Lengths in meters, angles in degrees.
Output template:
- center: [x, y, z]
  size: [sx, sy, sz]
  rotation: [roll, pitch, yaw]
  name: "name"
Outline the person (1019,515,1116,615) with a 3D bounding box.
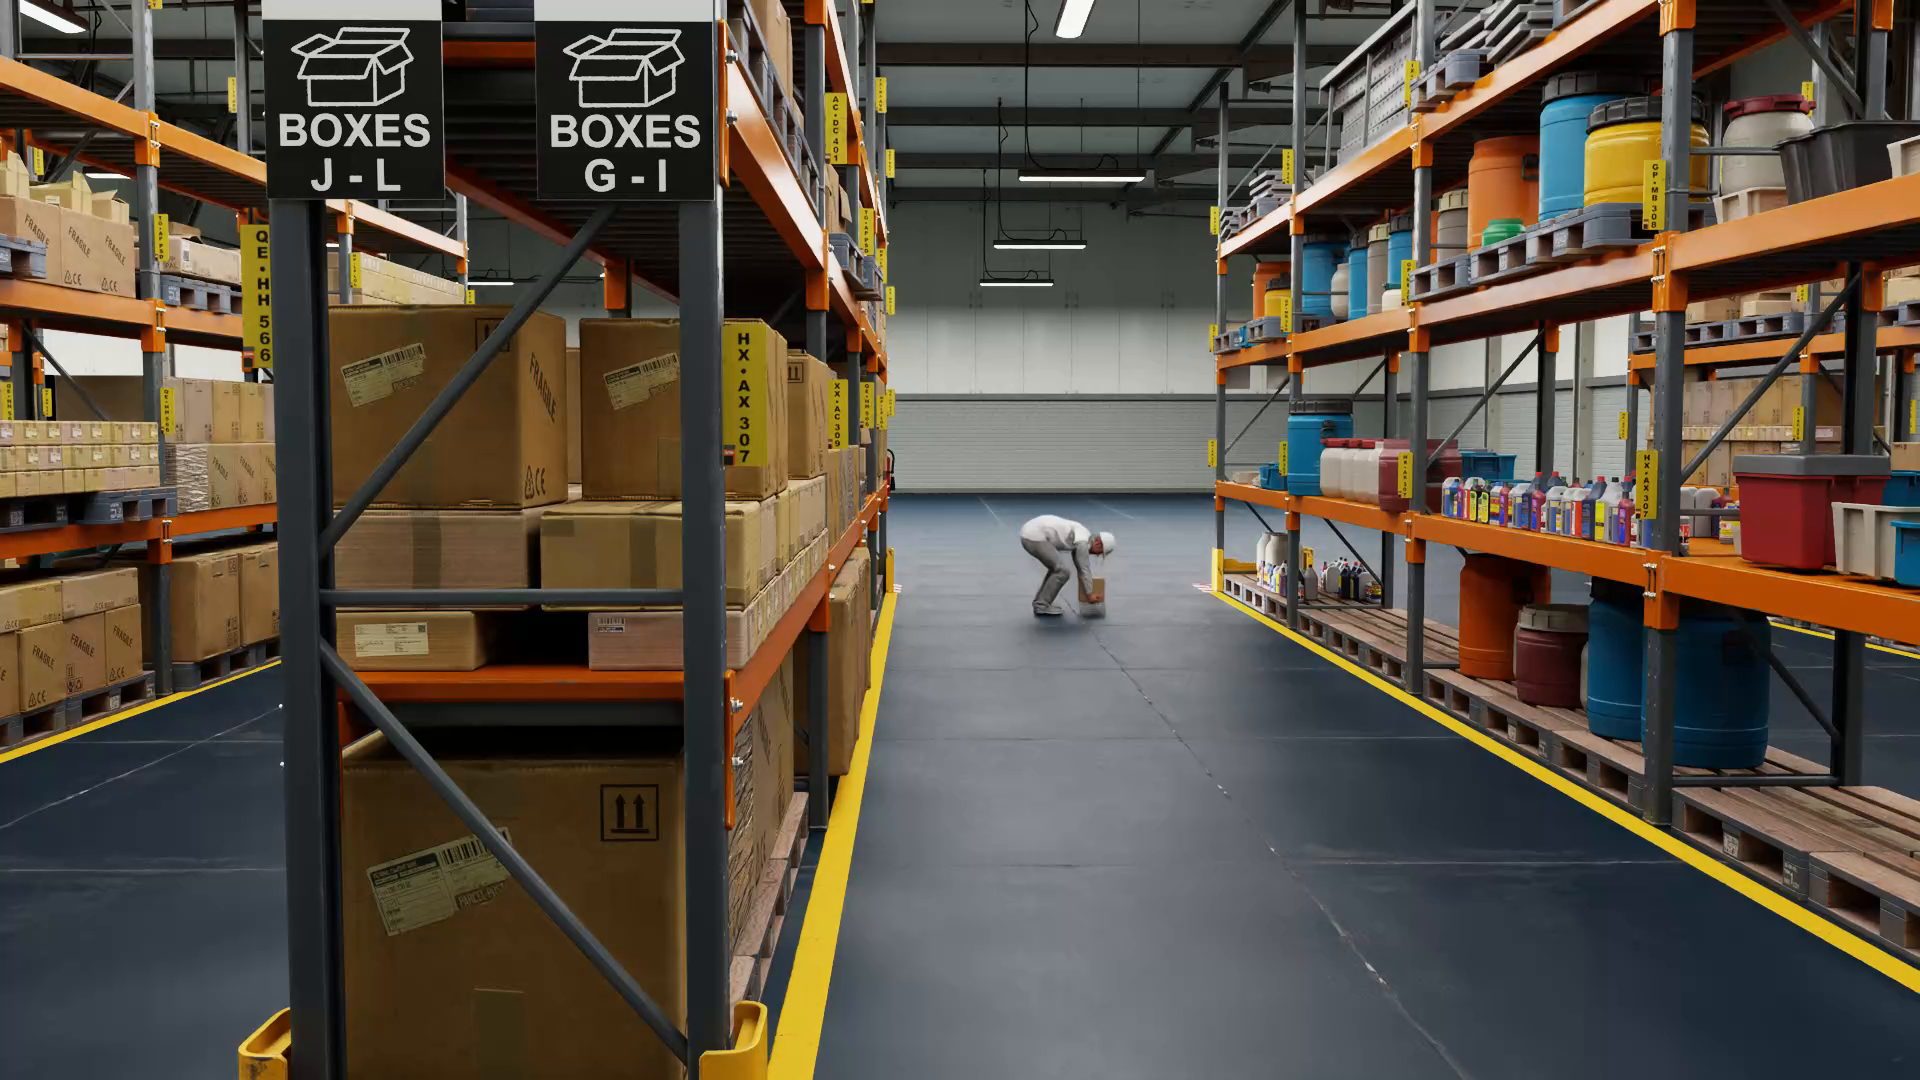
- center: [1.126, 0.252, 17.374]
  size: [1.003, 1.028, 0.499]
  rotation: [0, 4, -4]
  name: "person"
